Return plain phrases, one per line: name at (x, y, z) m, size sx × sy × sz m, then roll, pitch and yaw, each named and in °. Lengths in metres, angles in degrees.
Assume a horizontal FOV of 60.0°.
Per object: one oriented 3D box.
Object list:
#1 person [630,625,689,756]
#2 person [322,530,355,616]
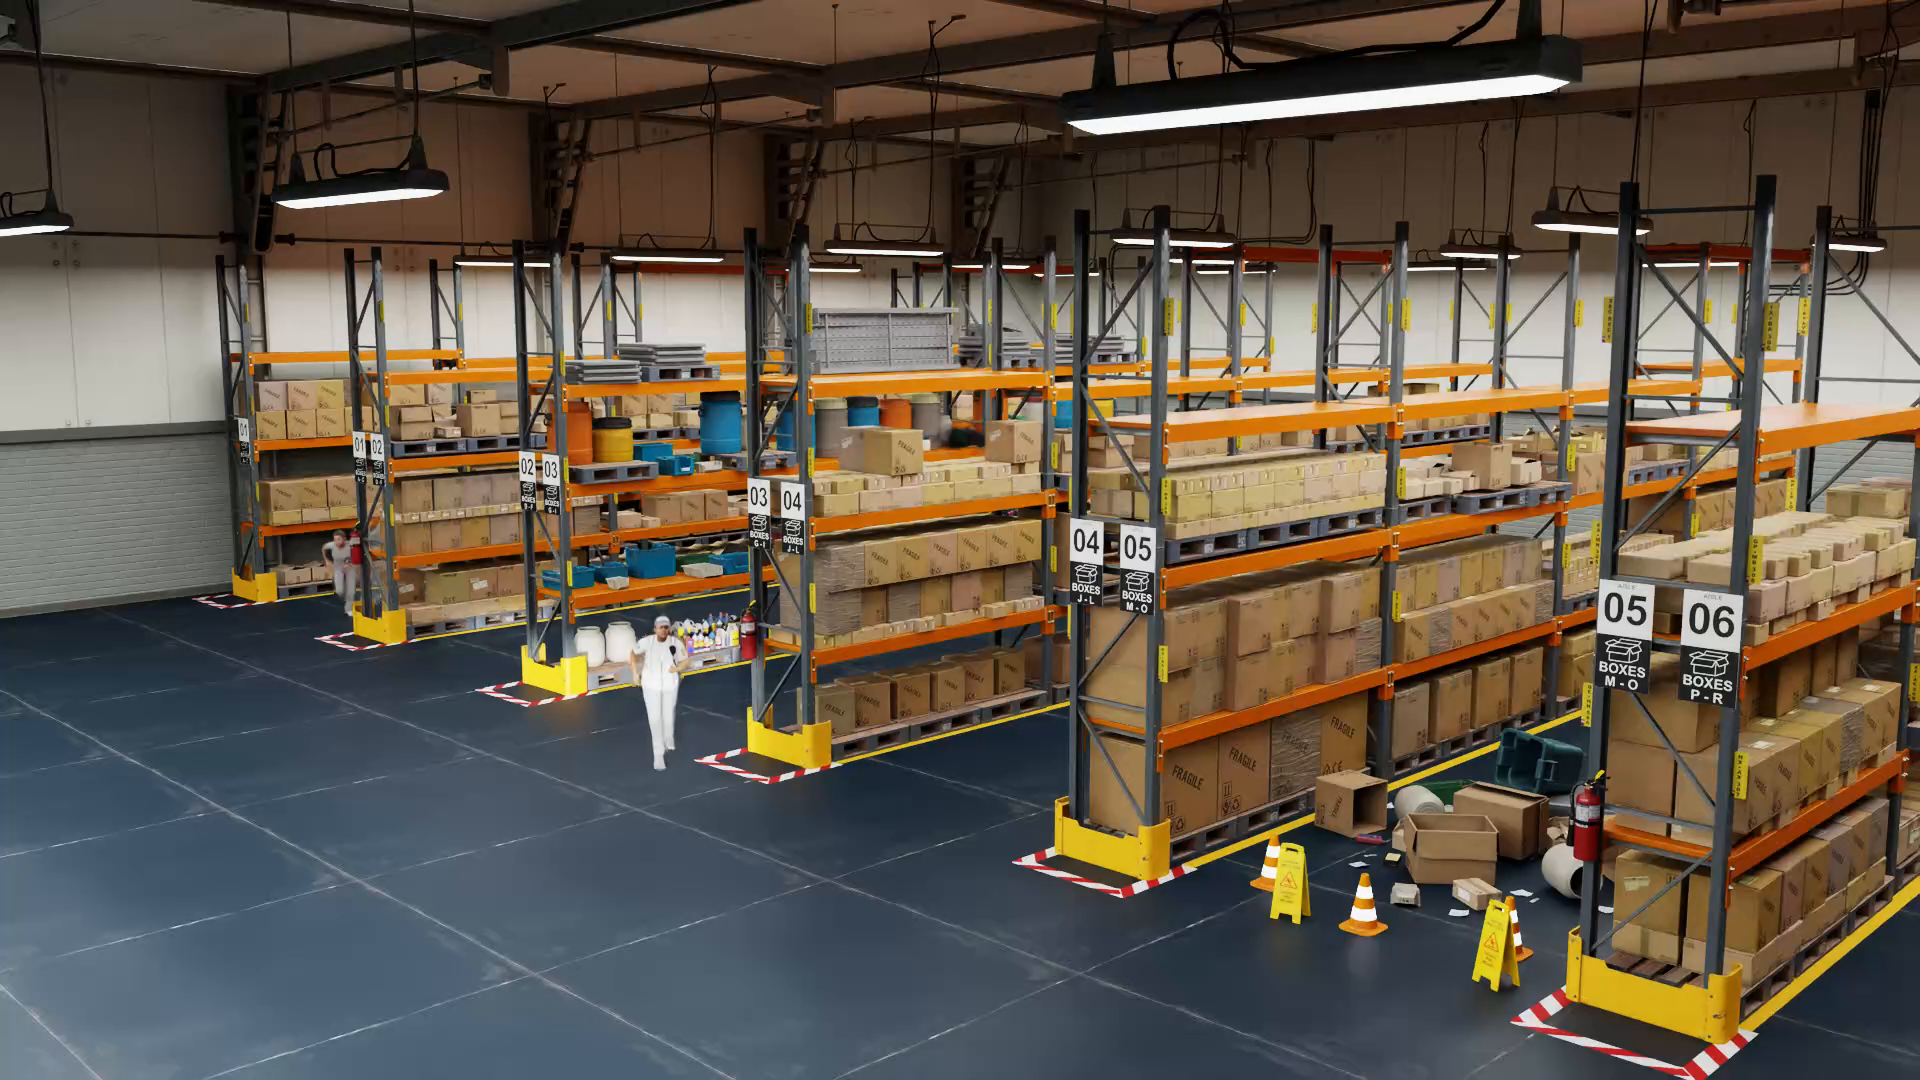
person at (-3.401, 1.620, 18.867) m, size 0.636 × 1.538 × 0.824 m, roll -2°, pitch 8°, yaw -17°
person at (-10.231, 0.547, 27.489) m, size 0.587 × 1.496 × 0.763 m, roll -1°, pitch 8°, yaw -9°
